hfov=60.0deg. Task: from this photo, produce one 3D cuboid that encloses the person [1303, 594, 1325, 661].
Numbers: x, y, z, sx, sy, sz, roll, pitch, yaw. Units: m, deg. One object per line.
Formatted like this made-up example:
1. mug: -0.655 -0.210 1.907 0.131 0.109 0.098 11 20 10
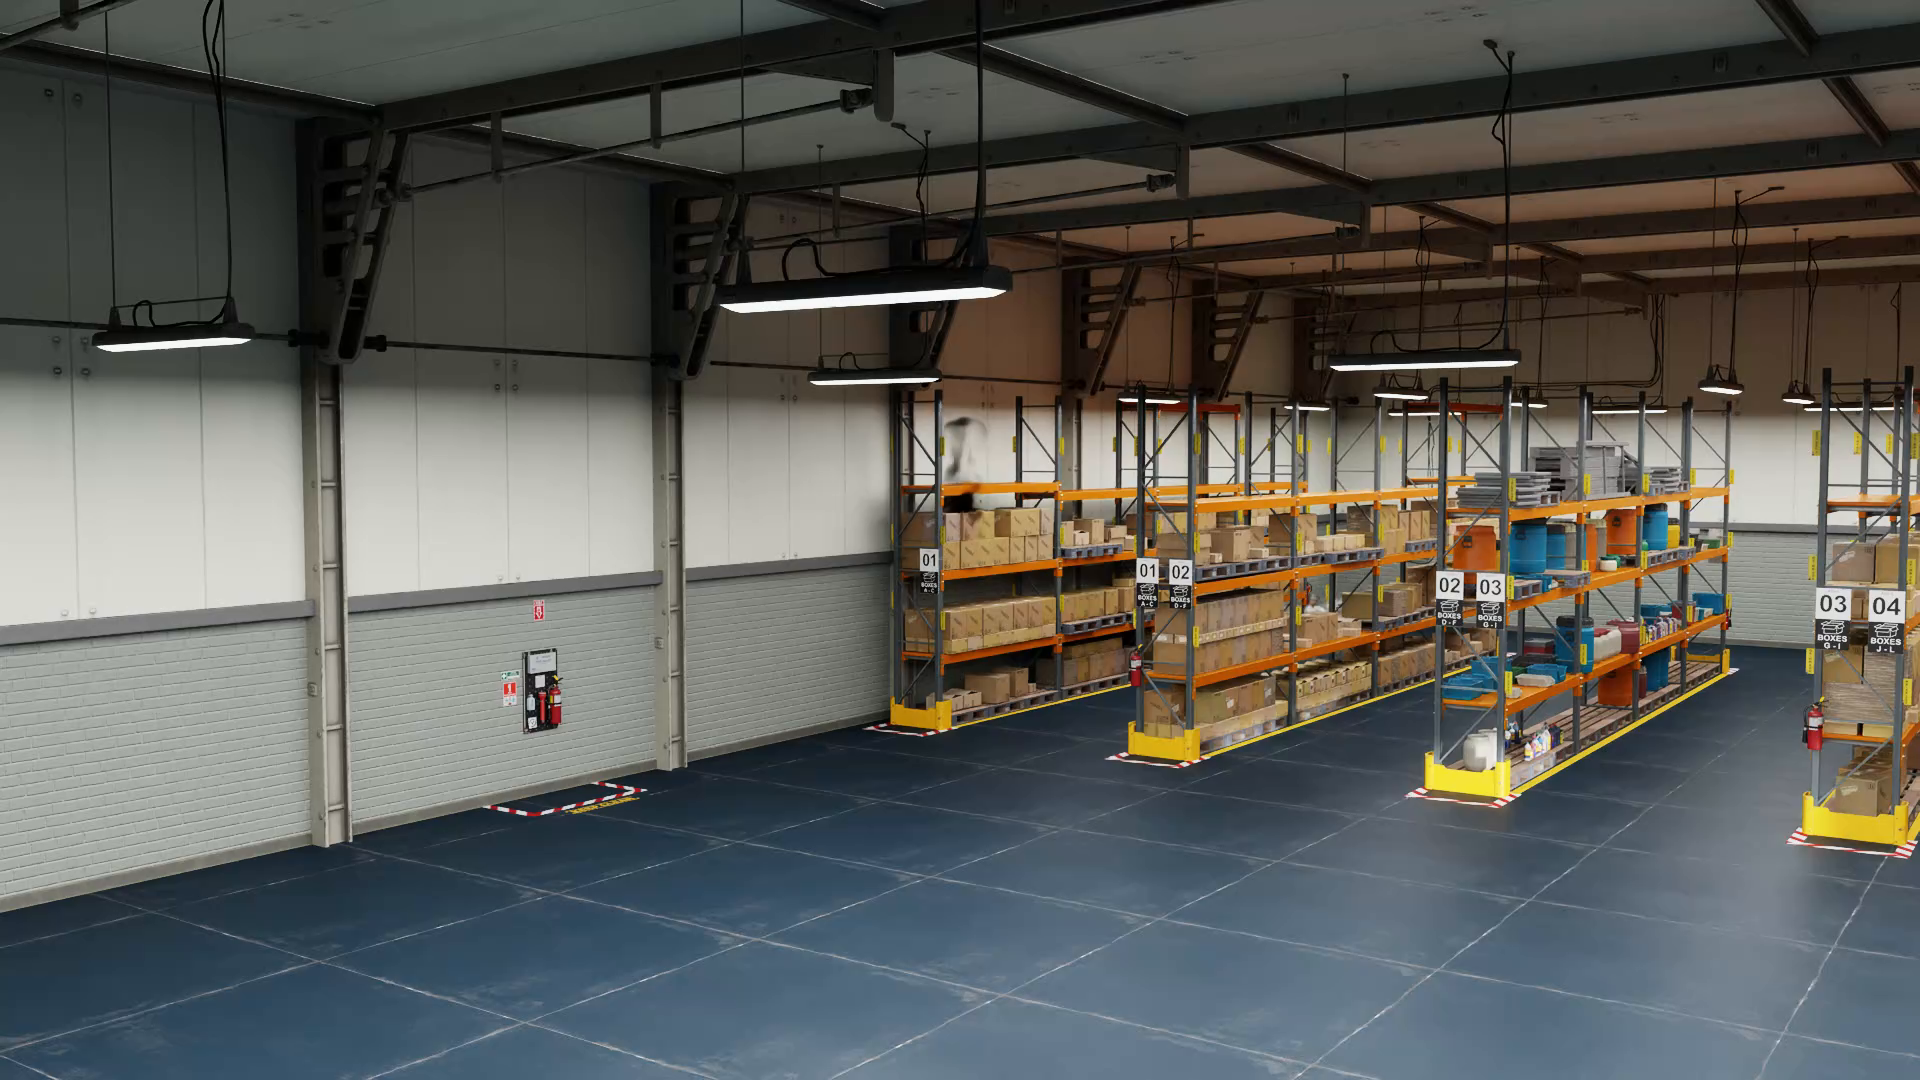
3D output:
1. person: 8.007 2.054 37.731 0.604 1.659 0.530 2 4 36
